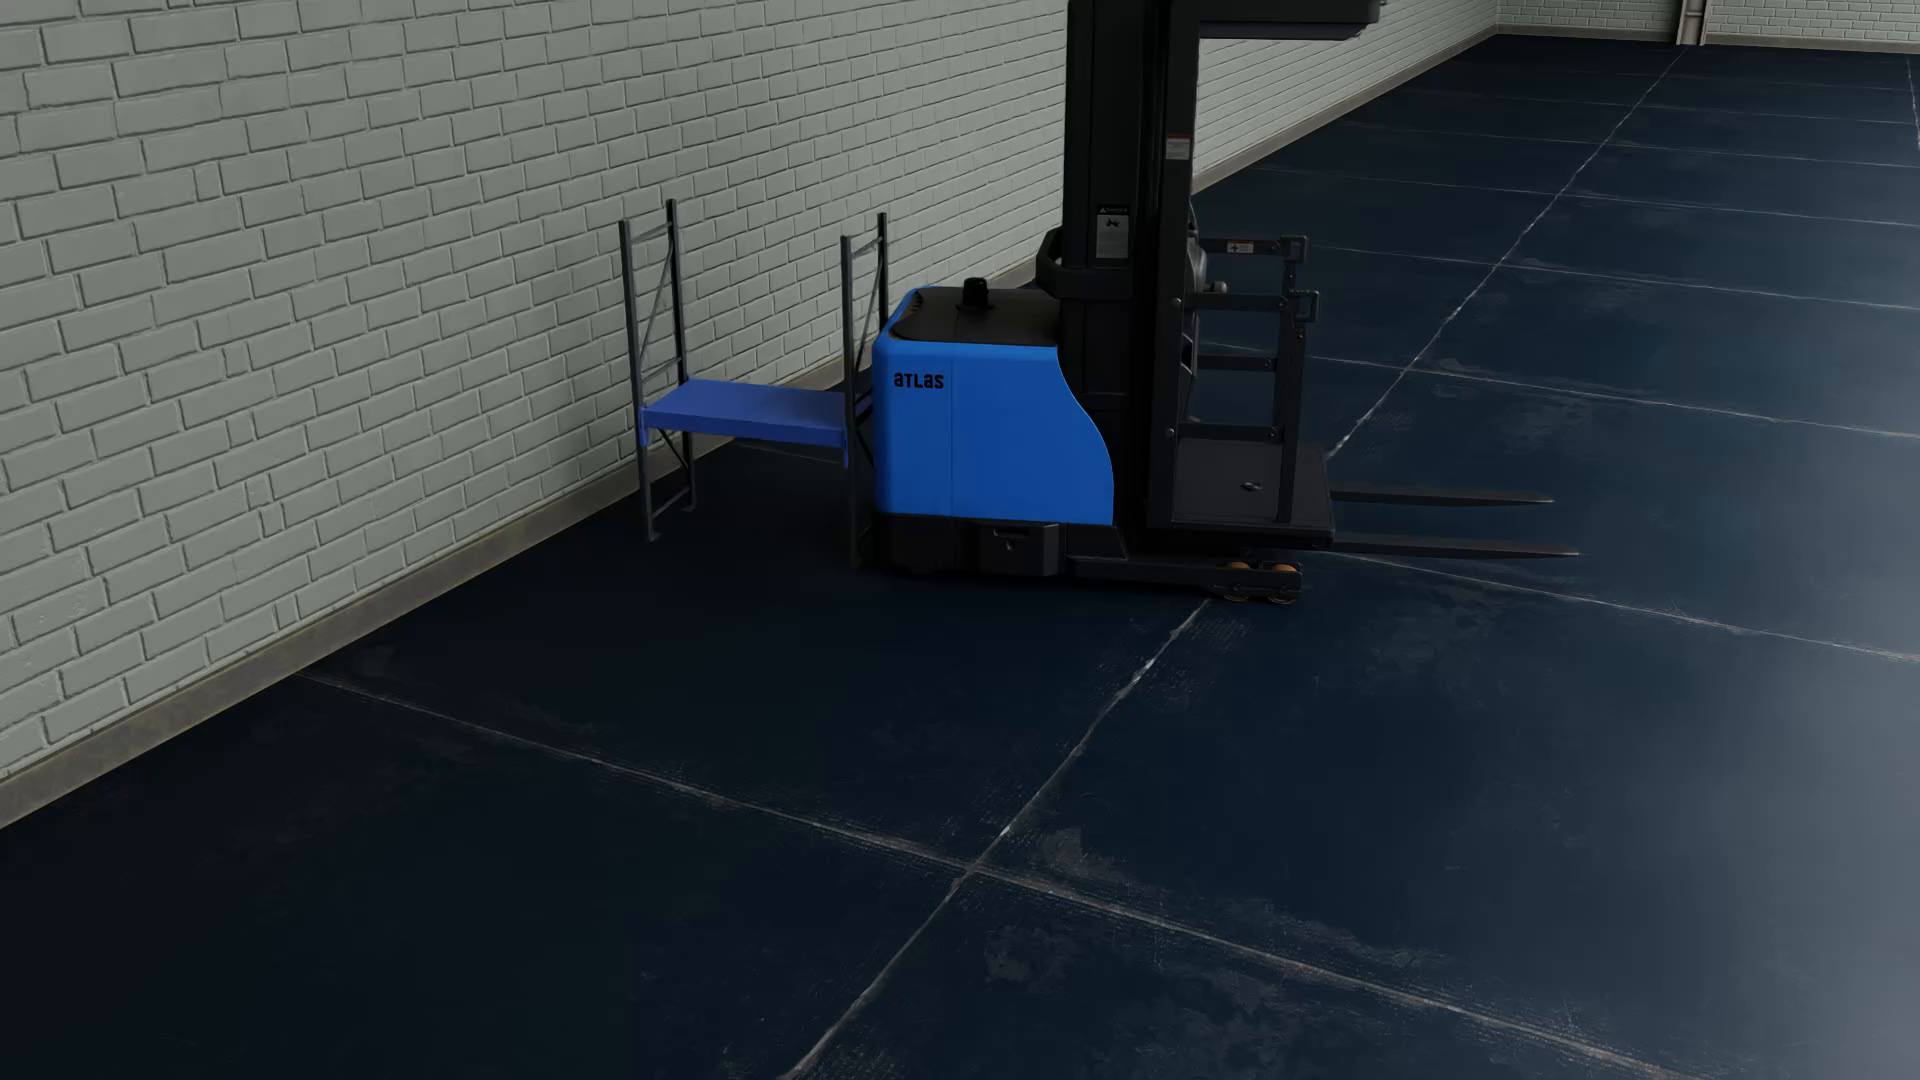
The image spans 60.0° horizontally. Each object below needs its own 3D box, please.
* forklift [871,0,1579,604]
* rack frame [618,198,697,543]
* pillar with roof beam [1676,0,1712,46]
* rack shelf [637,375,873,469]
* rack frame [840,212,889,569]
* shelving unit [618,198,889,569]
[{"bbox_3d":[1.172,-1.297,7.055,3.031,2.935,1.130,3,23,8],"label":"forklift"},{"bbox_3d":[-1.380,-0.771,7.647,0.032,1.500,0.500,7,24,16],"label":"rack frame"},{"bbox_3d":[9.460,-10.386,20.673,0.400,9.000,9.100,11,25,25],"label":"pillar with roof beam"},{"bbox_3d":[-0.894,-0.548,7.581,1.000,0.185,0.538,7,24,16],"label":"rack shelf"},{"bbox_3d":[-0.407,-0.655,7.375,0.032,1.500,0.500,7,24,16],"label":"rack frame"},{"bbox_3d":[-0.894,-0.713,7.511,1.048,1.500,0.538,7,24,16],"label":"shelving unit"}]
